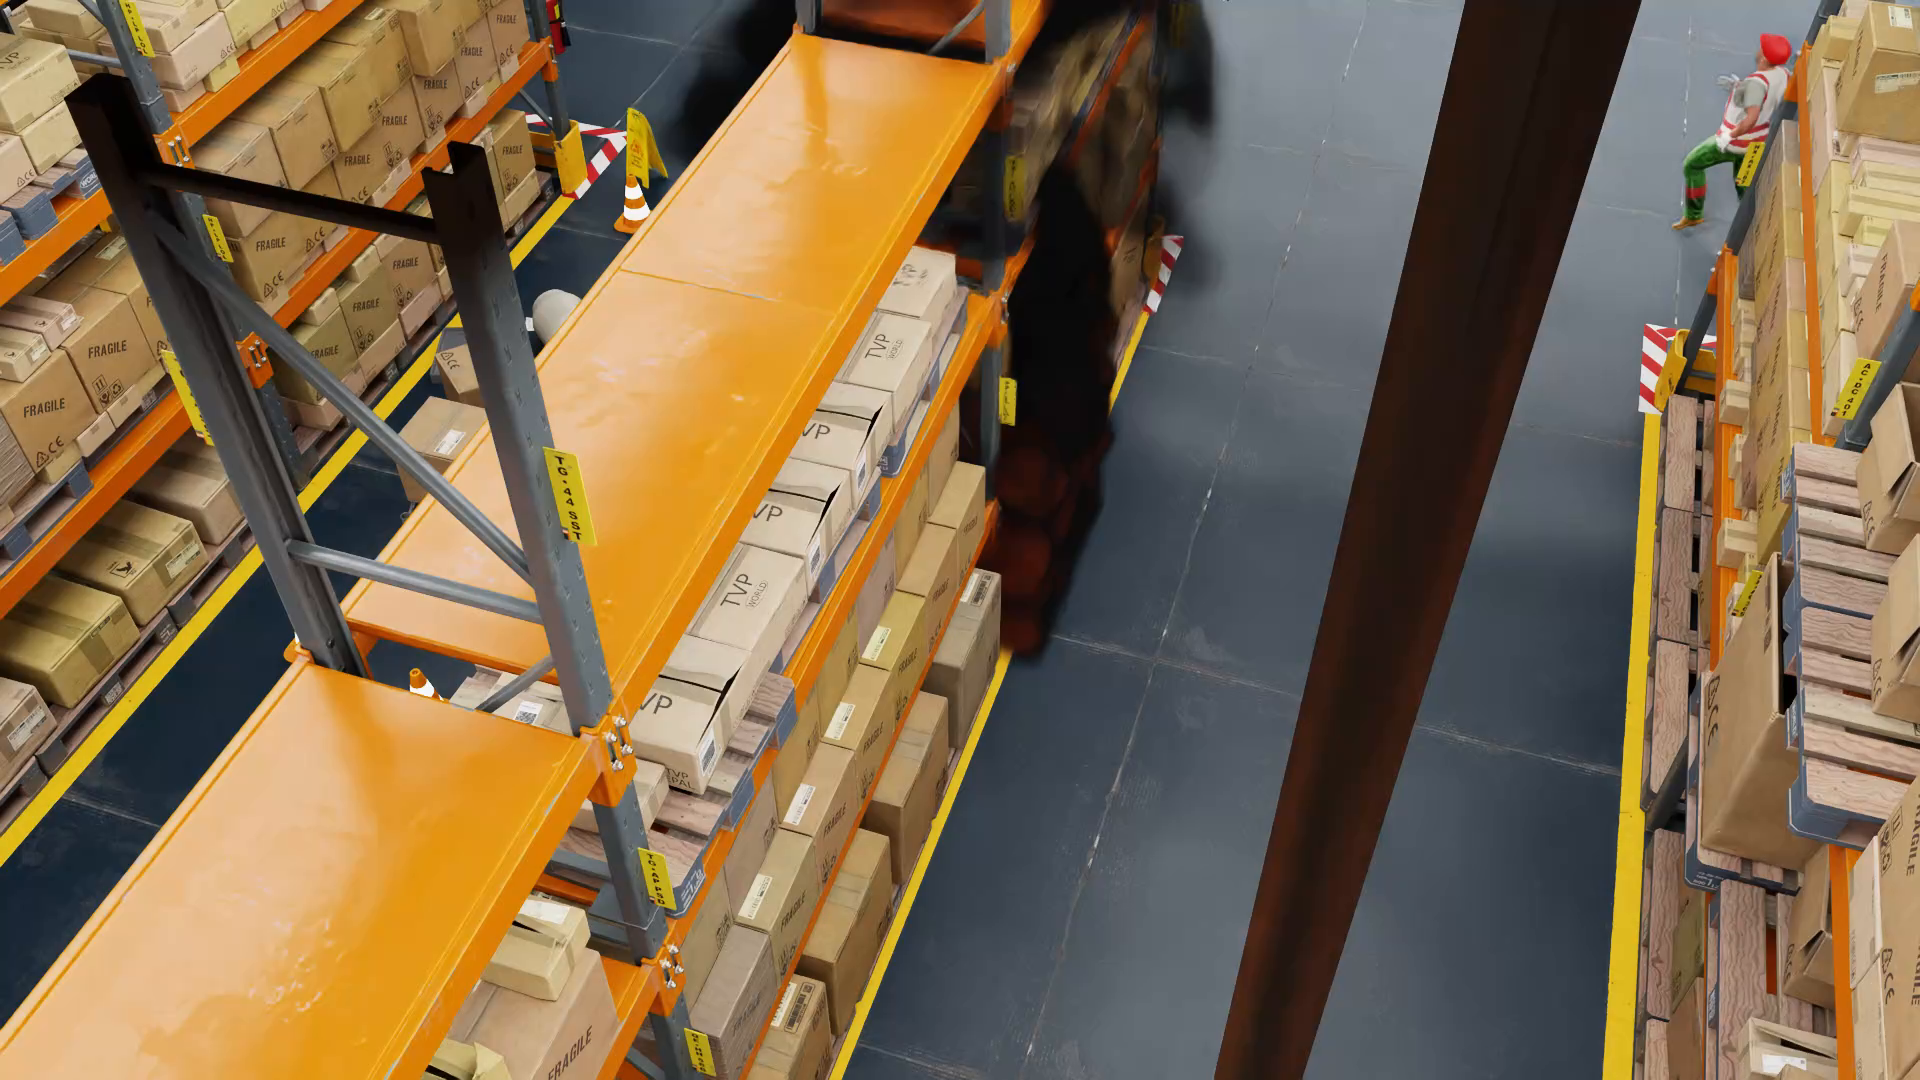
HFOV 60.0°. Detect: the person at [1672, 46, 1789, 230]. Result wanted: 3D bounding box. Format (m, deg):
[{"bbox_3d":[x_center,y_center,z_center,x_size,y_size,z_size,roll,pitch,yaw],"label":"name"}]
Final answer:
[{"bbox_3d":[6.064,-2.978,12.834,0.671,1.771,0.765,-20,49,-18],"label":"person"}]
